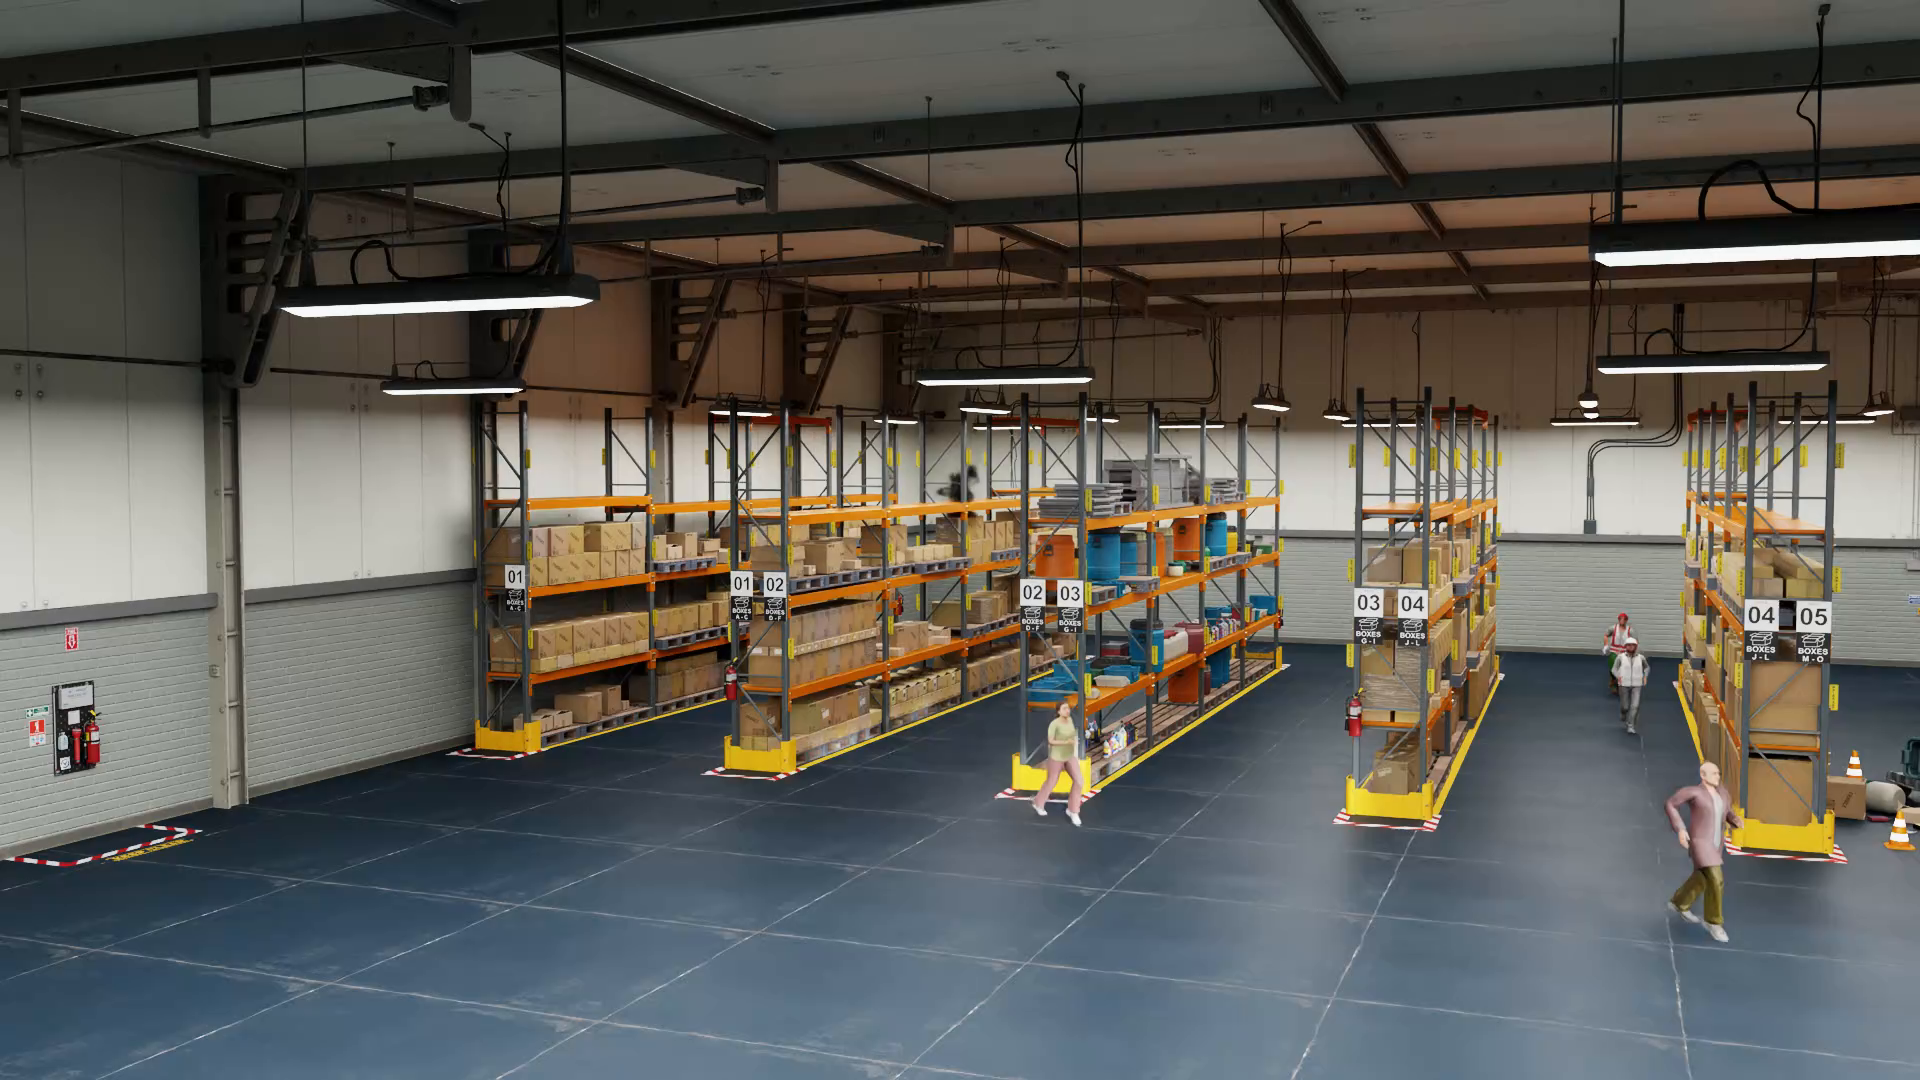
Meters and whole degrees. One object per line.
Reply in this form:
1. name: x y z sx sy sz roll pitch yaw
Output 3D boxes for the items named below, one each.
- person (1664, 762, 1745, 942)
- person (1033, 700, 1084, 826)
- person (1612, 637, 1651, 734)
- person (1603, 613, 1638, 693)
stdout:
1. person: 7.880 3.262 17.616 0.688 1.841 0.873 -2 3 -29
2. person: 1.380 3.051 22.982 0.584 1.709 0.865 -2 3 -35
3. person: 12.335 2.659 30.550 0.677 1.737 0.808 1 3 16
4. person: 14.117 2.417 35.531 0.689 1.736 0.565 1 3 24
